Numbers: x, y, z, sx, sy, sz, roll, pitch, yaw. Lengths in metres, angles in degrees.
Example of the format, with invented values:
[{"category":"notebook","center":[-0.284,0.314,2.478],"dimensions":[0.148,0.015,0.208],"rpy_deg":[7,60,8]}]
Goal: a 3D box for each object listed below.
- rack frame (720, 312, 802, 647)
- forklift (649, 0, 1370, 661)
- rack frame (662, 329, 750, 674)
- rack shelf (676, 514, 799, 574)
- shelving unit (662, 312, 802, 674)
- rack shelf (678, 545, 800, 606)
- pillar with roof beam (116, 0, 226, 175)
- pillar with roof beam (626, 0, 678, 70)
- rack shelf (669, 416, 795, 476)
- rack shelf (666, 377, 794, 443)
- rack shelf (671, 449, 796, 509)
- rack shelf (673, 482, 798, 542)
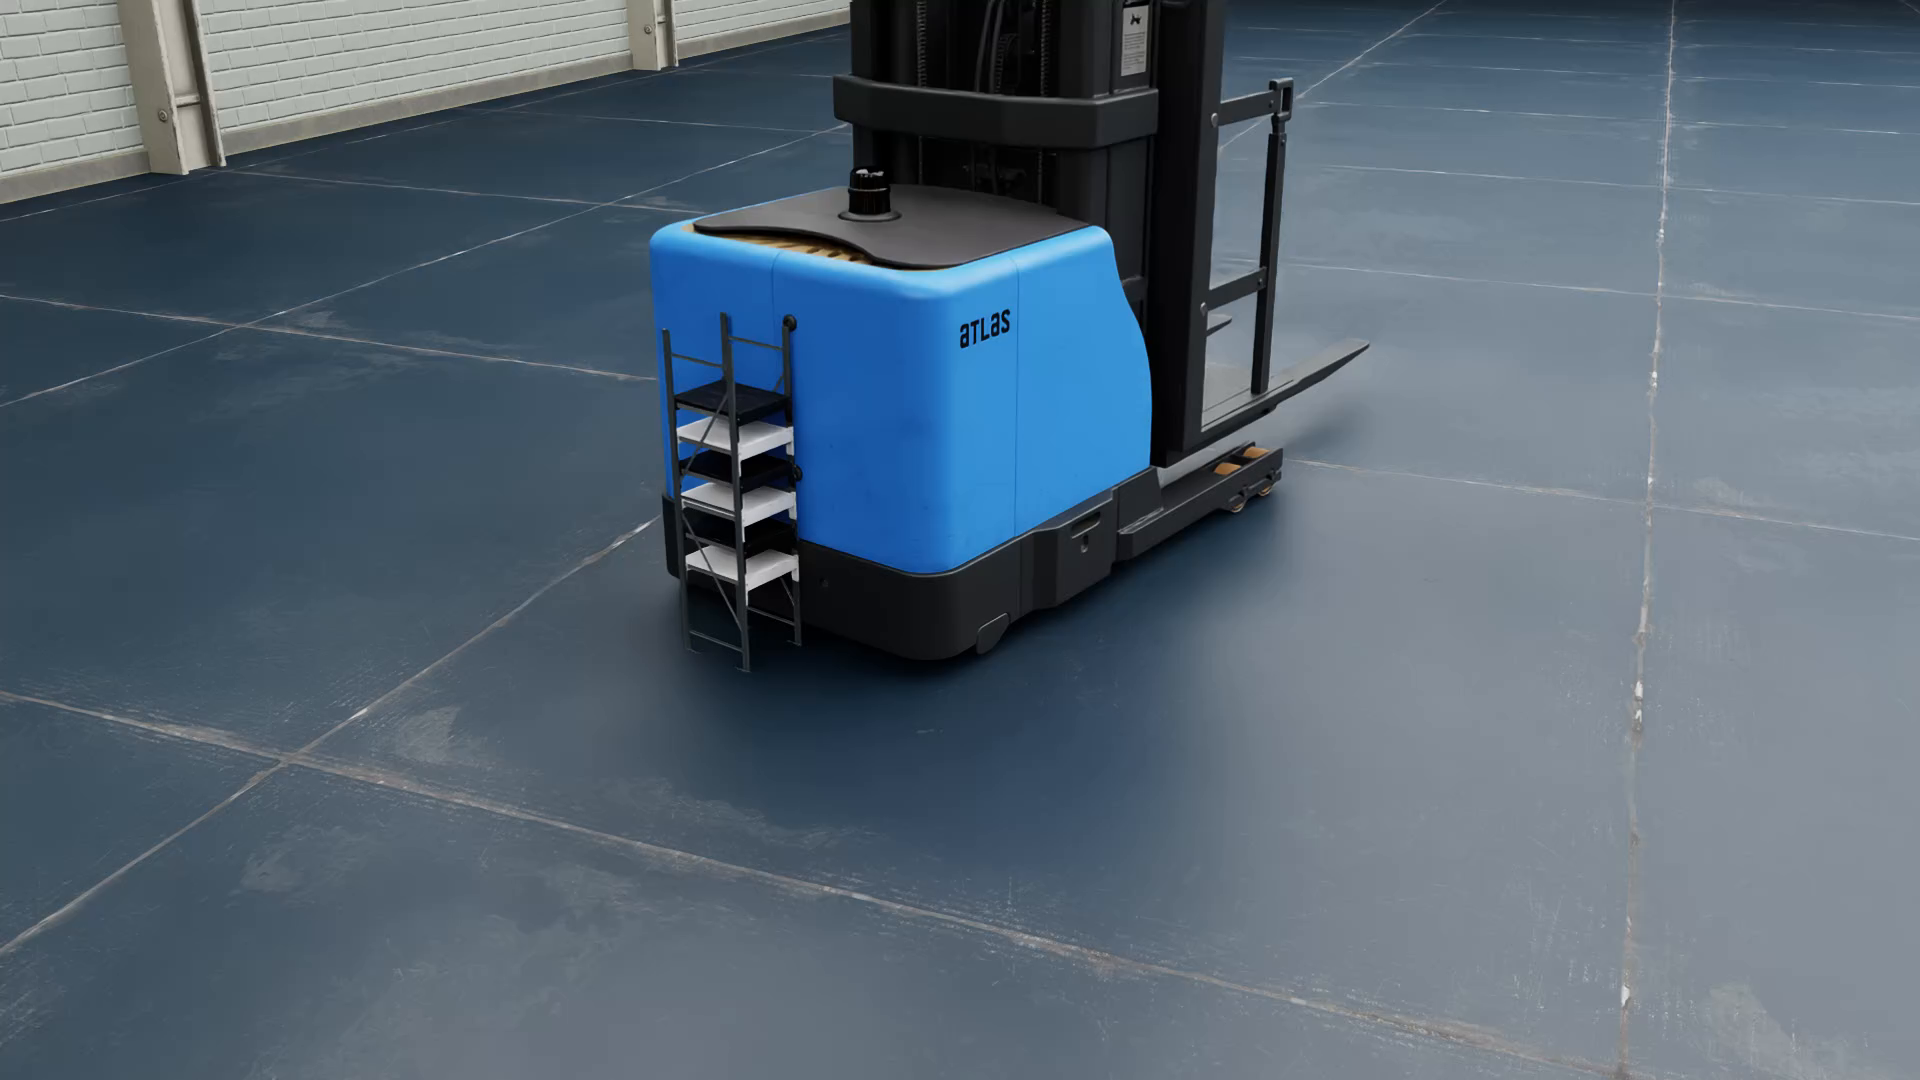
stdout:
[{"category":"rack frame","center":[-0.529,-0.151,4.444],"dimensions":[0.240,0.900,0.006],"rpy_deg":[16,28,34]},{"category":"forklift","center":[0.434,-1.543,5.140],"dimensions":[1.130,2.935,3.031],"rpy_deg":[16,28,34]},{"category":"rack frame","center":[-0.652,-0.088,4.294],"dimensions":[0.240,0.900,0.006],"rpy_deg":[16,28,34]},{"category":"rack shelf","center":[-0.591,-0.006,4.417],"dimensions":[0.258,0.077,0.200],"rpy_deg":[16,28,34]},{"category":"shelving unit","center":[-0.591,-0.120,4.369],"dimensions":[0.258,0.900,0.210],"rpy_deg":[16,28,34]},{"category":"rack shelf","center":[-0.591,0.077,4.451],"dimensions":[0.258,0.077,0.200],"rpy_deg":[16,28,34]},{"category":"pillar with roof beam","center":[-1.247,-6.059,8.080],"dimensions":[9.100,9.000,0.400],"rpy_deg":[9,24,20]},{"category":"pillar with roof beam","center":[0.982,-8.206,13.221],"dimensions":[9.100,9.000,0.400],"rpy_deg":[9,24,20]},{"category":"rack shelf","center":[-0.591,-0.255,4.312],"dimensions":[0.258,0.077,0.200],"rpy_deg":[16,28,34]},{"category":"rack shelf","center":[-0.591,-0.338,4.278],"dimensions":[0.258,0.077,0.200],"rpy_deg":[16,28,34]},{"category":"rack shelf","center":[-0.591,-0.172,4.347],"dimensions":[0.258,0.077,0.200],"rpy_deg":[16,28,34]},{"category":"rack shelf","center":[-0.591,-0.089,4.382],"dimensions":[0.258,0.077,0.200],"rpy_deg":[16,28,34]}]
